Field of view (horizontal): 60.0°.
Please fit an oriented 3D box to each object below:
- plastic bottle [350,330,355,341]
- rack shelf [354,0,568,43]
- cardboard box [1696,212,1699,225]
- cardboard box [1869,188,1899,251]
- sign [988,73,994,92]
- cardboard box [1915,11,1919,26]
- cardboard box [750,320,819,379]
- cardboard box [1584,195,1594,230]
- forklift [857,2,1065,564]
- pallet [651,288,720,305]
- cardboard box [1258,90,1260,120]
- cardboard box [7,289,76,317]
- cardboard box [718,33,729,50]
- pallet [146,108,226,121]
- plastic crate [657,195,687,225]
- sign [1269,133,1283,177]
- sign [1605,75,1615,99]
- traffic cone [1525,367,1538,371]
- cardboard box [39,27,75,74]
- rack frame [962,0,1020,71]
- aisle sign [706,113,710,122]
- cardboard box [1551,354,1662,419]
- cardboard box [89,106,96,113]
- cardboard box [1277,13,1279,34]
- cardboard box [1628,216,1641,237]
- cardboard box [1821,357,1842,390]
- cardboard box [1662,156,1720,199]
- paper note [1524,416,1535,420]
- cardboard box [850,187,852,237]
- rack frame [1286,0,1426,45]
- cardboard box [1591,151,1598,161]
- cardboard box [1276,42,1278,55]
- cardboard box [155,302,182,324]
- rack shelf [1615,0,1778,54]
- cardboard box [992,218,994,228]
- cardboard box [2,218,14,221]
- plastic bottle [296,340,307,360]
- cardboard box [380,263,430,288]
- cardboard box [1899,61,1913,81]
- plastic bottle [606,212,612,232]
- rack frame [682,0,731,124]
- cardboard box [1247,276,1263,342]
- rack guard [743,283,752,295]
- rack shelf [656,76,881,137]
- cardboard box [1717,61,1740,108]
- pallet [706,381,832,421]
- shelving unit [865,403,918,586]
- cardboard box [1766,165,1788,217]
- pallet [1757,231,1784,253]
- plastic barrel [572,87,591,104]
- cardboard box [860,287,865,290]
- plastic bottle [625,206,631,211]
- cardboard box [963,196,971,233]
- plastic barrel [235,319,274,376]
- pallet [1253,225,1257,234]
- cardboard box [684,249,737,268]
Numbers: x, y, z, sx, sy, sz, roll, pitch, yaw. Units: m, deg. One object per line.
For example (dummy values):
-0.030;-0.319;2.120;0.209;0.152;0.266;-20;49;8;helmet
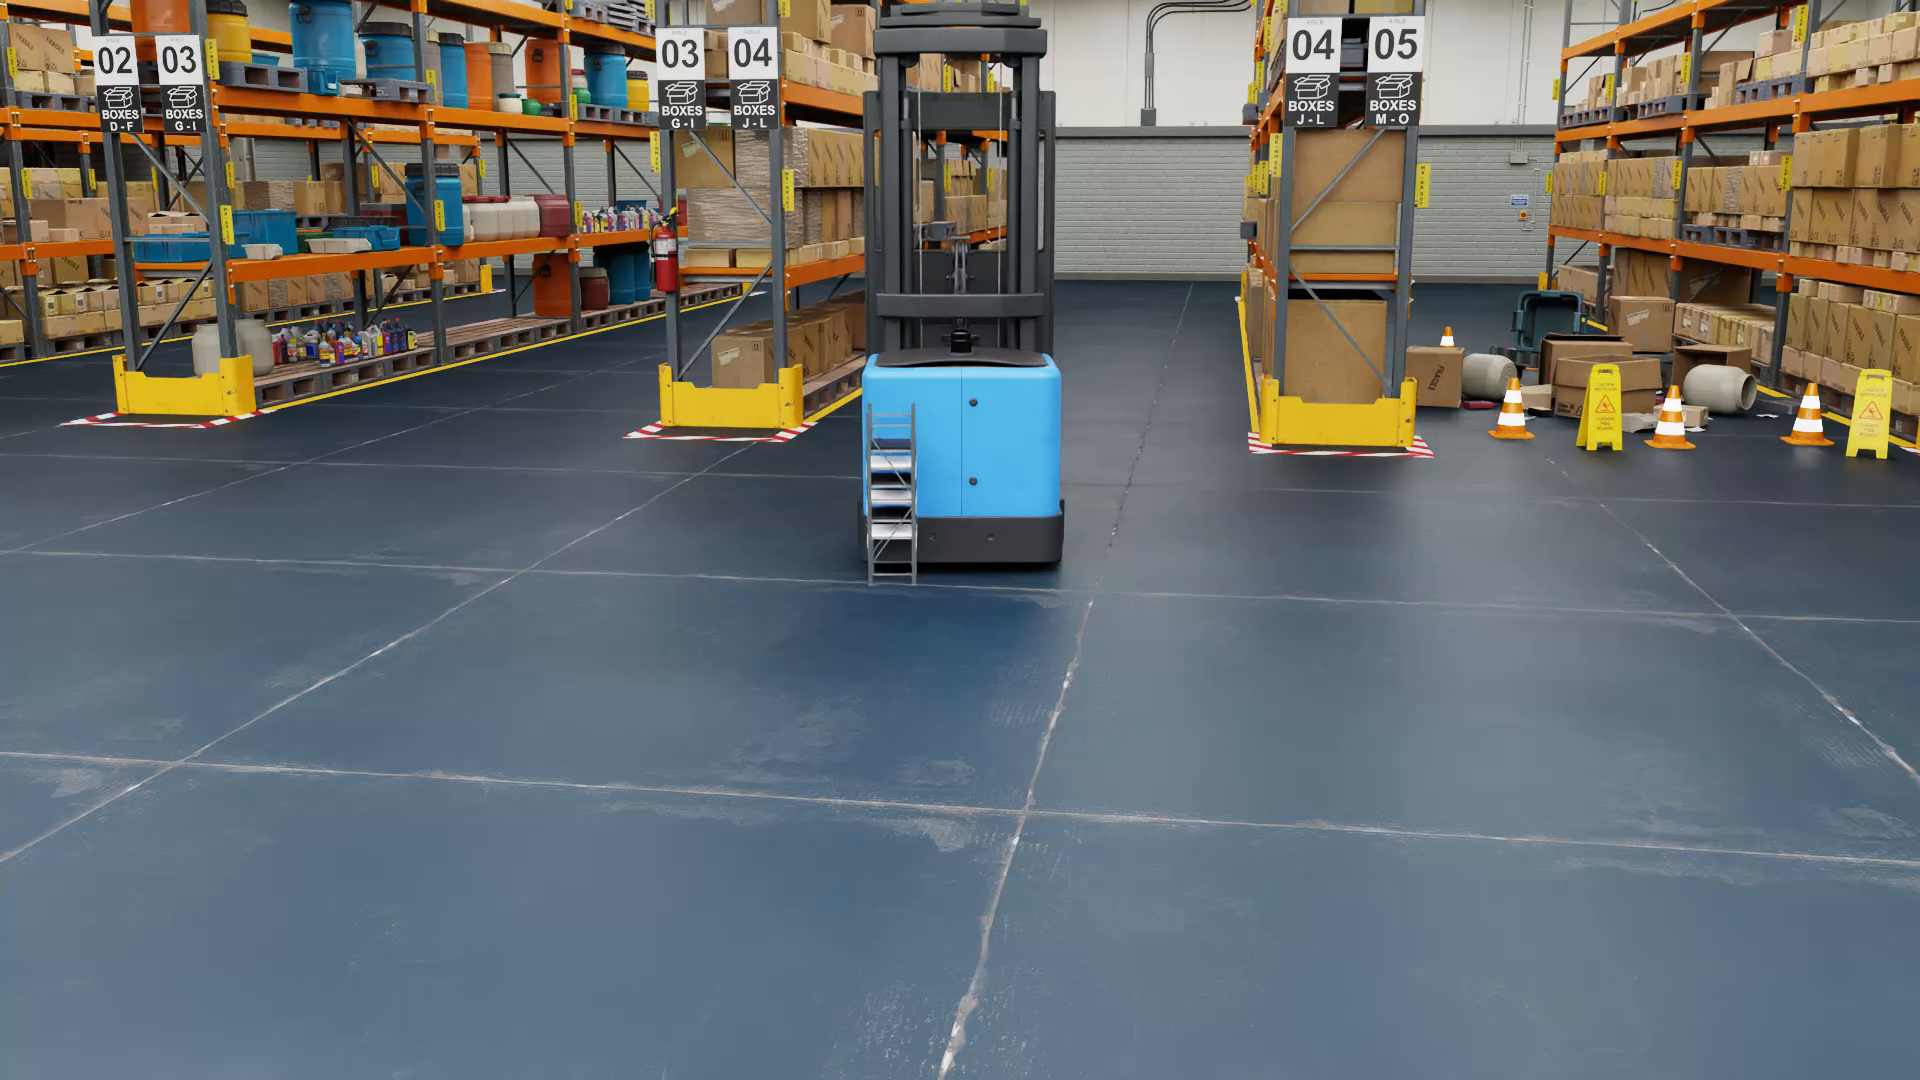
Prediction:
-6.237;-2.024;17.170;0.061;0.283;0.133;2;12;9;plastic bottle
-5.902;-6.220;19.652;1.077;0.370;4.000;2;12;9;rack shelf
8.781;-3.732;19.291;0.380;0.149;0.250;1;12;5;cardboard box
7.834;-2.628;13.625;0.500;0.500;0.500;2;12;8;cardboard box
0.452;-6.780;24.741;0.100;0.325;0.005;2;12;9;sign
7.921;-4.179;13.347;0.380;0.149;0.250;2;12;7;cardboard box
-1.645;-1.793;15.630;0.500;0.500;0.500;3;13;14;cardboard box
9.599;-4.863;24.701;0.500;0.500;0.500;2;12;7;cardboard box
-0.007;-1.565;9.796;1.130;2.935;3.031;0;12;-1;forklift
-4.719;-4.129;28.153;1.003;0.211;1.213;2;12;9;pallet
4.167;-5.759;21.740;0.500;0.500;0.500;2;12;9;cardboard box
-10.794;-2.793;19.531;0.500;0.311;0.500;2;12;9;cardboard box
-2.041;-4.131;13.832;0.380;0.149;0.250;1;12;7;cardboard box
-10.504;-5.642;21.881;1.213;0.211;1.003;2;12;11;pallet
-4.594;-5.322;26.773;0.402;0.464;0.583;2;12;9;plastic crate
2.421;-2.946;12.730;0.100;0.325;0.005;2;12;9;sign
9.158;-6.377;23.430;0.100;0.325;0.005;2;12;9;sign
6.340;-2.093;18.105;0.336;0.463;0.334;2;12;9;traffic cone
-10.905;-5.791;19.702;0.500;0.500;0.500;3;13;14;cardboard box
0.530;-8.688;28.449;1.000;3.000;0.127;2;12;9;rack frame
-4.647;-7.212;29.666;0.394;0.787;0.004;2;12;9;aisle sign
5.630;-1.331;14.476;0.797;0.503;0.637;-7;14;-30;cardboard box
-14.402;-7.187;27.724;0.500;0.250;0.500;2;12;8;cardboard box
2.910;-4.355;13.879;0.500;0.250;0.500;2;12;8;cardboard box
9.120;-4.128;21.883;0.500;0.250;0.500;2;12;8;cardboard box
7.969;-1.462;14.685;0.500;0.250;0.500;2;12;8;cardboard box
8.913;-4.423;20.286;0.500;0.500;0.500;2;12;7;cardboard box
4.867;-1.054;14.315;0.144;0.017;0.142;7;14;28;paper note
-1.558;-3.257;16.545;0.875;0.500;0.500;2;12;9;cardboard box
2.955;-5.176;12.150;1.000;3.000;0.127;2;12;9;rack frame
9.660;-5.741;24.860;0.380;0.149;0.250;2;12;8;cardboard box
2.867;-4.186;14.037;0.380;0.149;0.250;2;12;9;cardboard box
-10.484;-2.944;21.563;0.500;0.250;0.500;2;12;10;cardboard box
9.399;-6.571;21.281;1.077;0.370;4.000;2;12;9;rack shelf
0.329;-4.906;25.733;0.380;0.149;0.250;1;12;7;cardboard box
-14.832;-4.894;25.631;0.380;0.149;0.250;2;12;10;cardboard box
-6.741;-1.949;17.017;0.097;0.201;0.097;0;12;0;plastic bottle
-9.589;-4.631;28.742;0.797;0.503;0.637;2;12;9;cardboard box
7.864;-3.796;13.466;0.380;0.149;0.250;2;12;7;cardboard box
-4.986;-4.512;23.589;0.061;0.283;0.133;2;12;9;plastic bottle
-4.364;-8.849;29.193;1.000;3.000;0.127;2;12;9;rack frame
3.728;-2.514;18.383;1.050;0.750;0.750;2;12;9;cardboard box
-4.373;-4.700;30.114;1.175;0.500;0.348;2;12;9;rack guard
-1.623;-3.956;15.317;1.077;0.370;4.000;2;12;9;rack shelf
8.936;-5.087;18.623;0.700;0.500;0.500;2;12;9;cardboard box
-1.759;-1.246;14.772;1.003;0.211;1.213;2;12;9;pallet
-0.343;-0.227;8.373;0.258;0.900;0.210;0;18;-1;shelving unit
8.321;-3.440;16.394;0.500;0.500;0.500;2;12;8;cardboard box
8.738;-2.997;16.736;1.003;0.211;1.213;2;12;9;pallet
-5.204;-6.060;22.743;0.294;0.245;0.294;0;12;0;plastic barrel
-0.856;-2.827;20.382;0.700;0.500;0.500;1;12;4;cardboard box
-4.968;-4.824;24.873;0.144;0.351;0.185;2;12;9;plastic bottle
-0.126;-4.550;23.248;0.500;0.500;0.500;2;12;9;cardboard box
-6.722;-1.818;15.720;0.421;0.512;0.421;0;12;0;plastic barrel
4.449;-4.228;22.448;1.003;0.211;1.213;2;12;9;pallet
-2.091;-2.368;13.959;0.380;0.149;0.250;2;12;9;cardboard box
